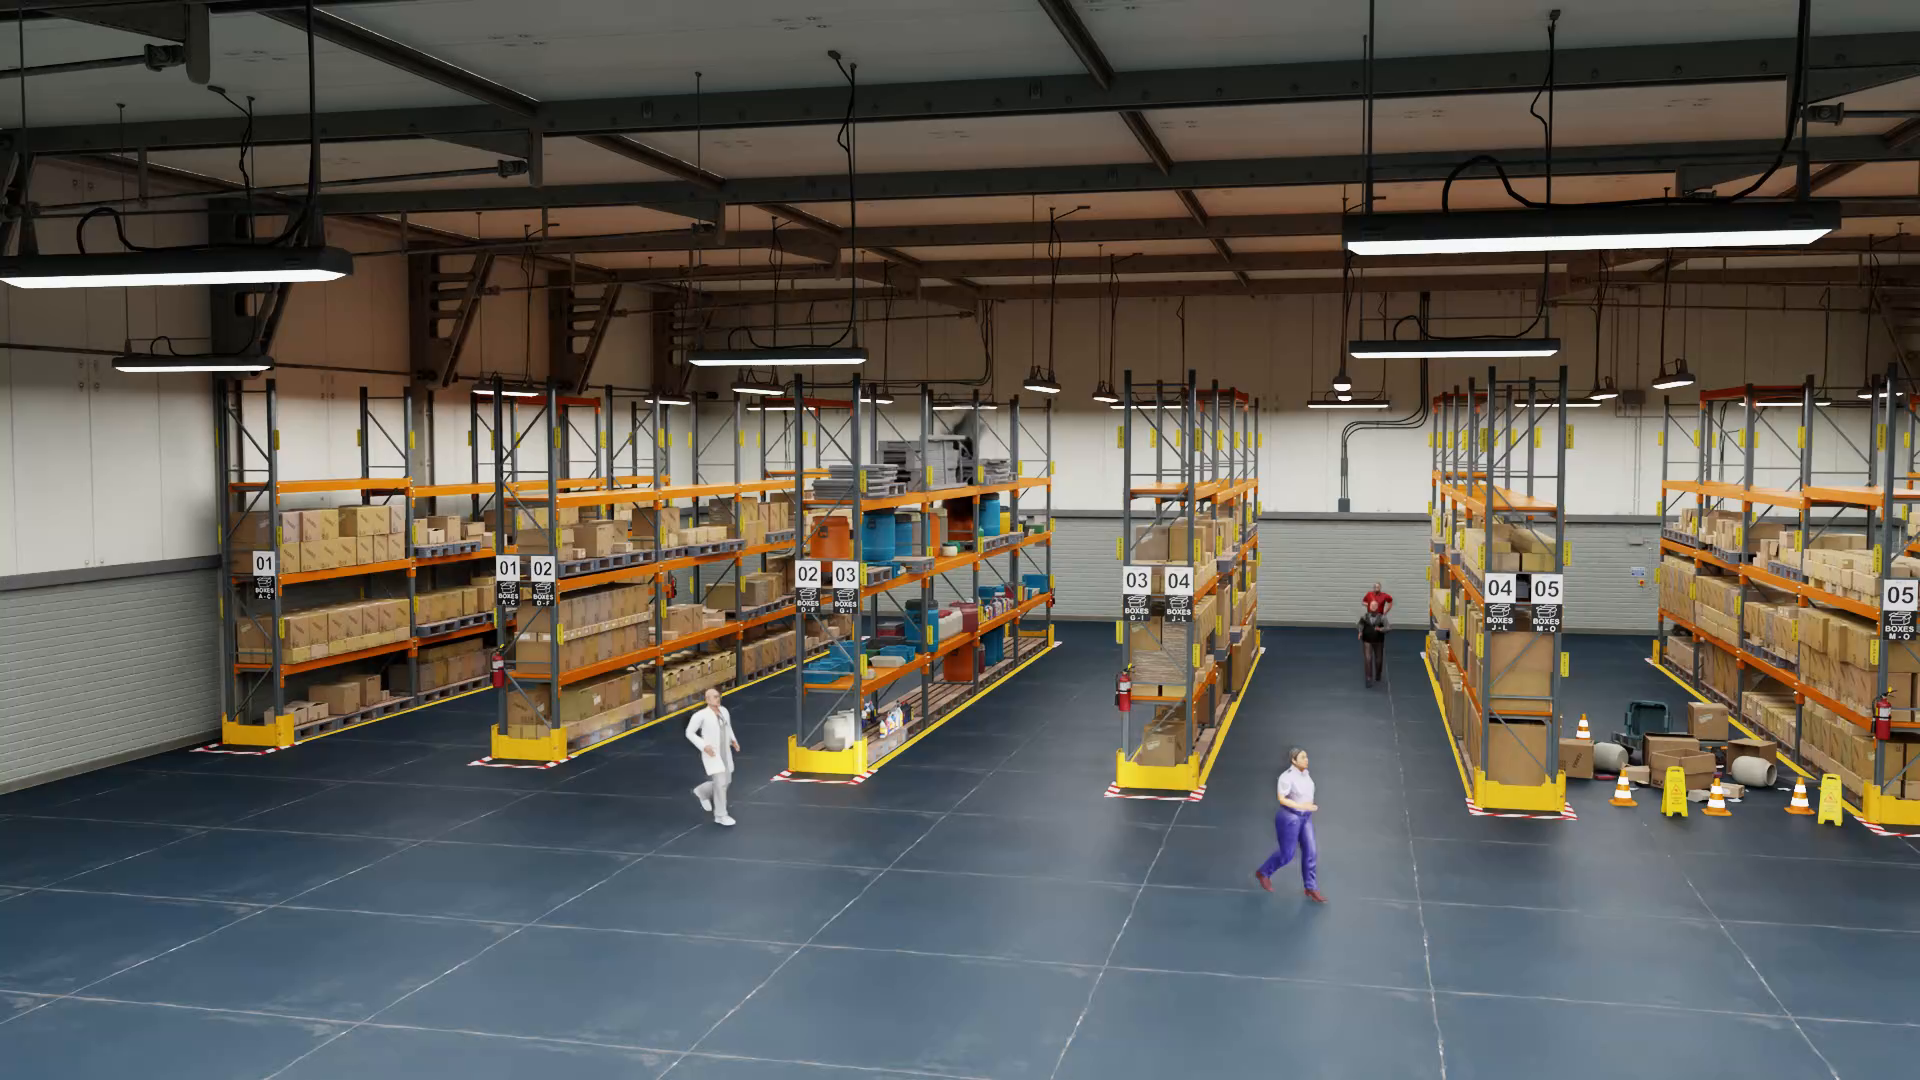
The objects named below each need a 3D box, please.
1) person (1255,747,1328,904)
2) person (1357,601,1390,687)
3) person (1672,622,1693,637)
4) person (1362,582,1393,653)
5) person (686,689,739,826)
[{"bbox_3d":[3.645,3.098,18.200,0.829,1.666,0.624,3,5,45],"label":"person"},{"bbox_3d":[8.397,2.093,33.786,0.657,1.703,0.971,1,4,16],"label":"person"},{"bbox_3d":[16.790,1.838,38.407,0.778,1.743,0.655,-3,4,-38],"label":"person"},{"bbox_3d":[9.675,1.854,38.702,0.670,1.762,0.748,3,4,38],"label":"person"},{"bbox_3d":[-3.247,2.818,21.766,0.833,1.755,0.739,3,4,40],"label":"person"}]
